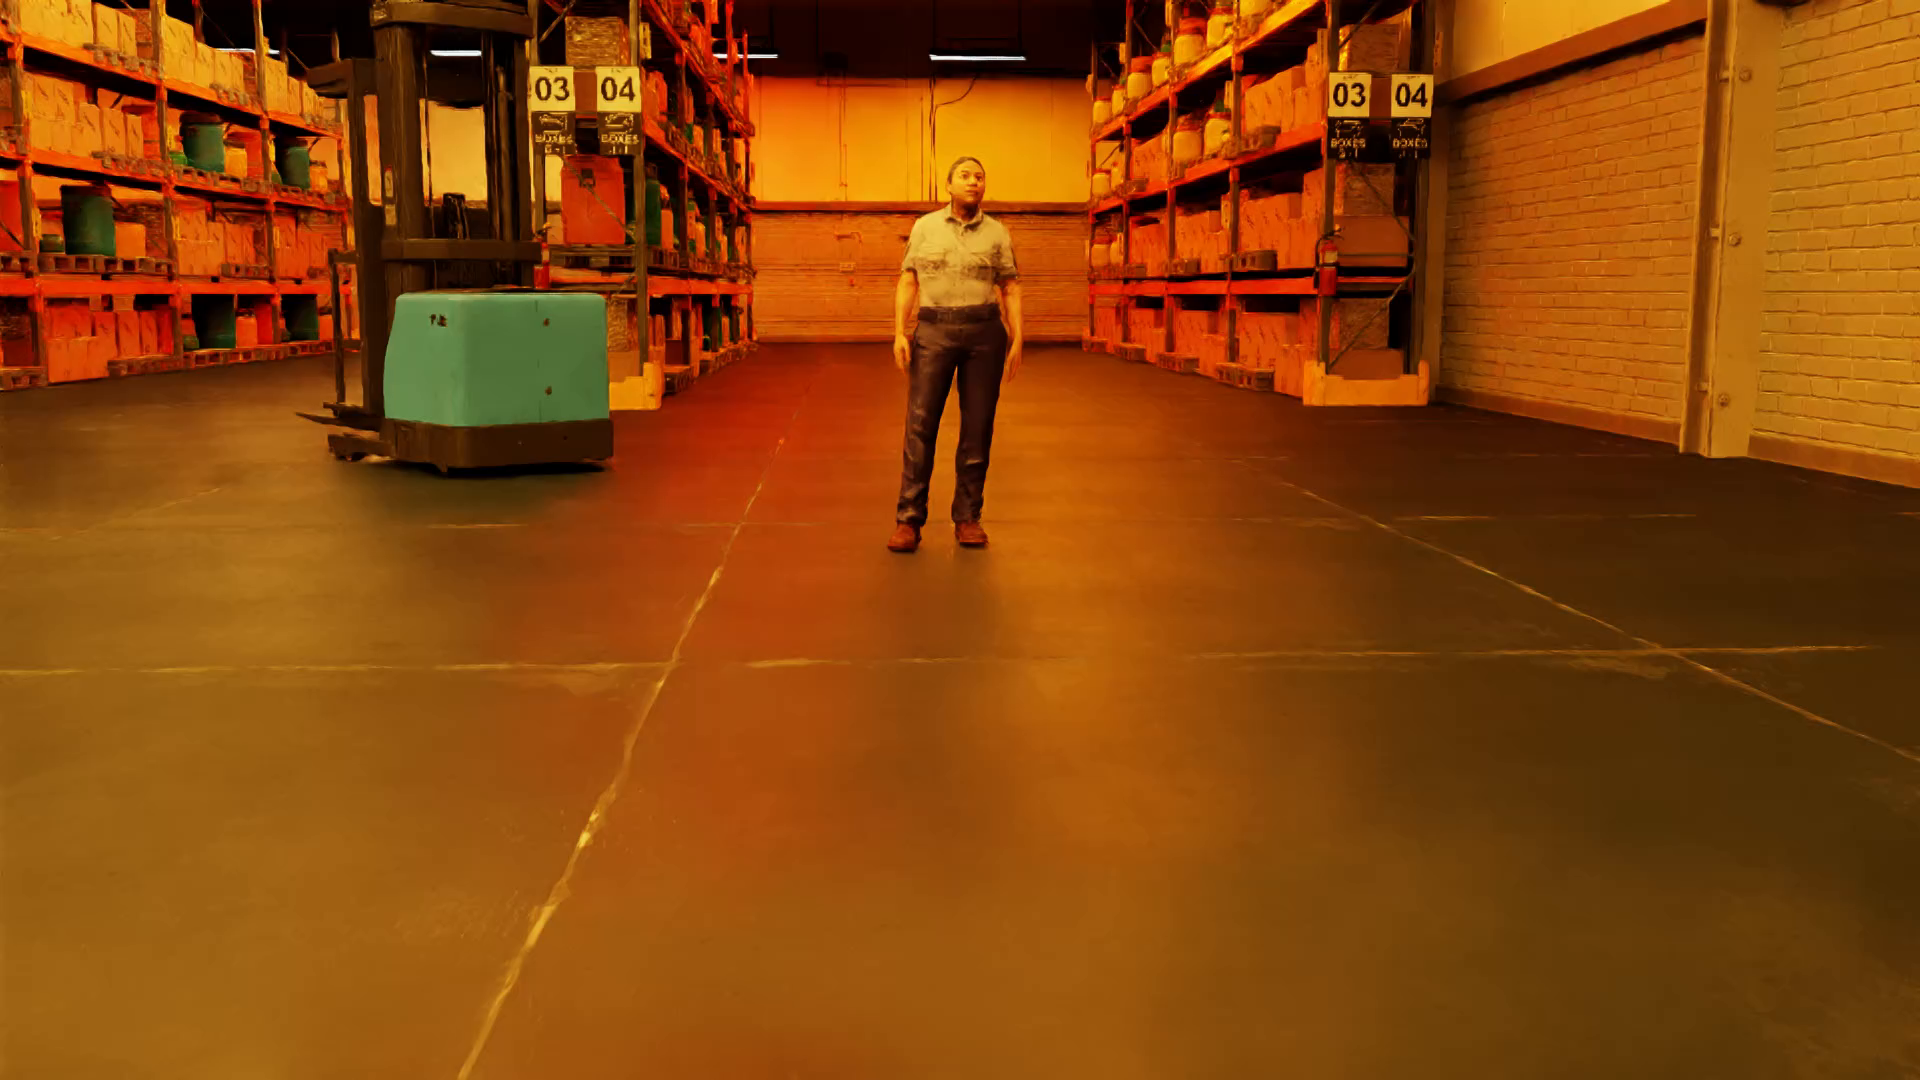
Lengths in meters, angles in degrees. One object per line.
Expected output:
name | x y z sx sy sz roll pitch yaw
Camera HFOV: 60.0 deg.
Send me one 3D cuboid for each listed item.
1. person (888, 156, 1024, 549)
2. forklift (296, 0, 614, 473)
person | -0.017 -0.808 7.098 0.599 1.650 0.502 -1 8 -4
forklift | -3.506 -2.009 10.860 1.130 2.935 3.031 -8 11 -41
